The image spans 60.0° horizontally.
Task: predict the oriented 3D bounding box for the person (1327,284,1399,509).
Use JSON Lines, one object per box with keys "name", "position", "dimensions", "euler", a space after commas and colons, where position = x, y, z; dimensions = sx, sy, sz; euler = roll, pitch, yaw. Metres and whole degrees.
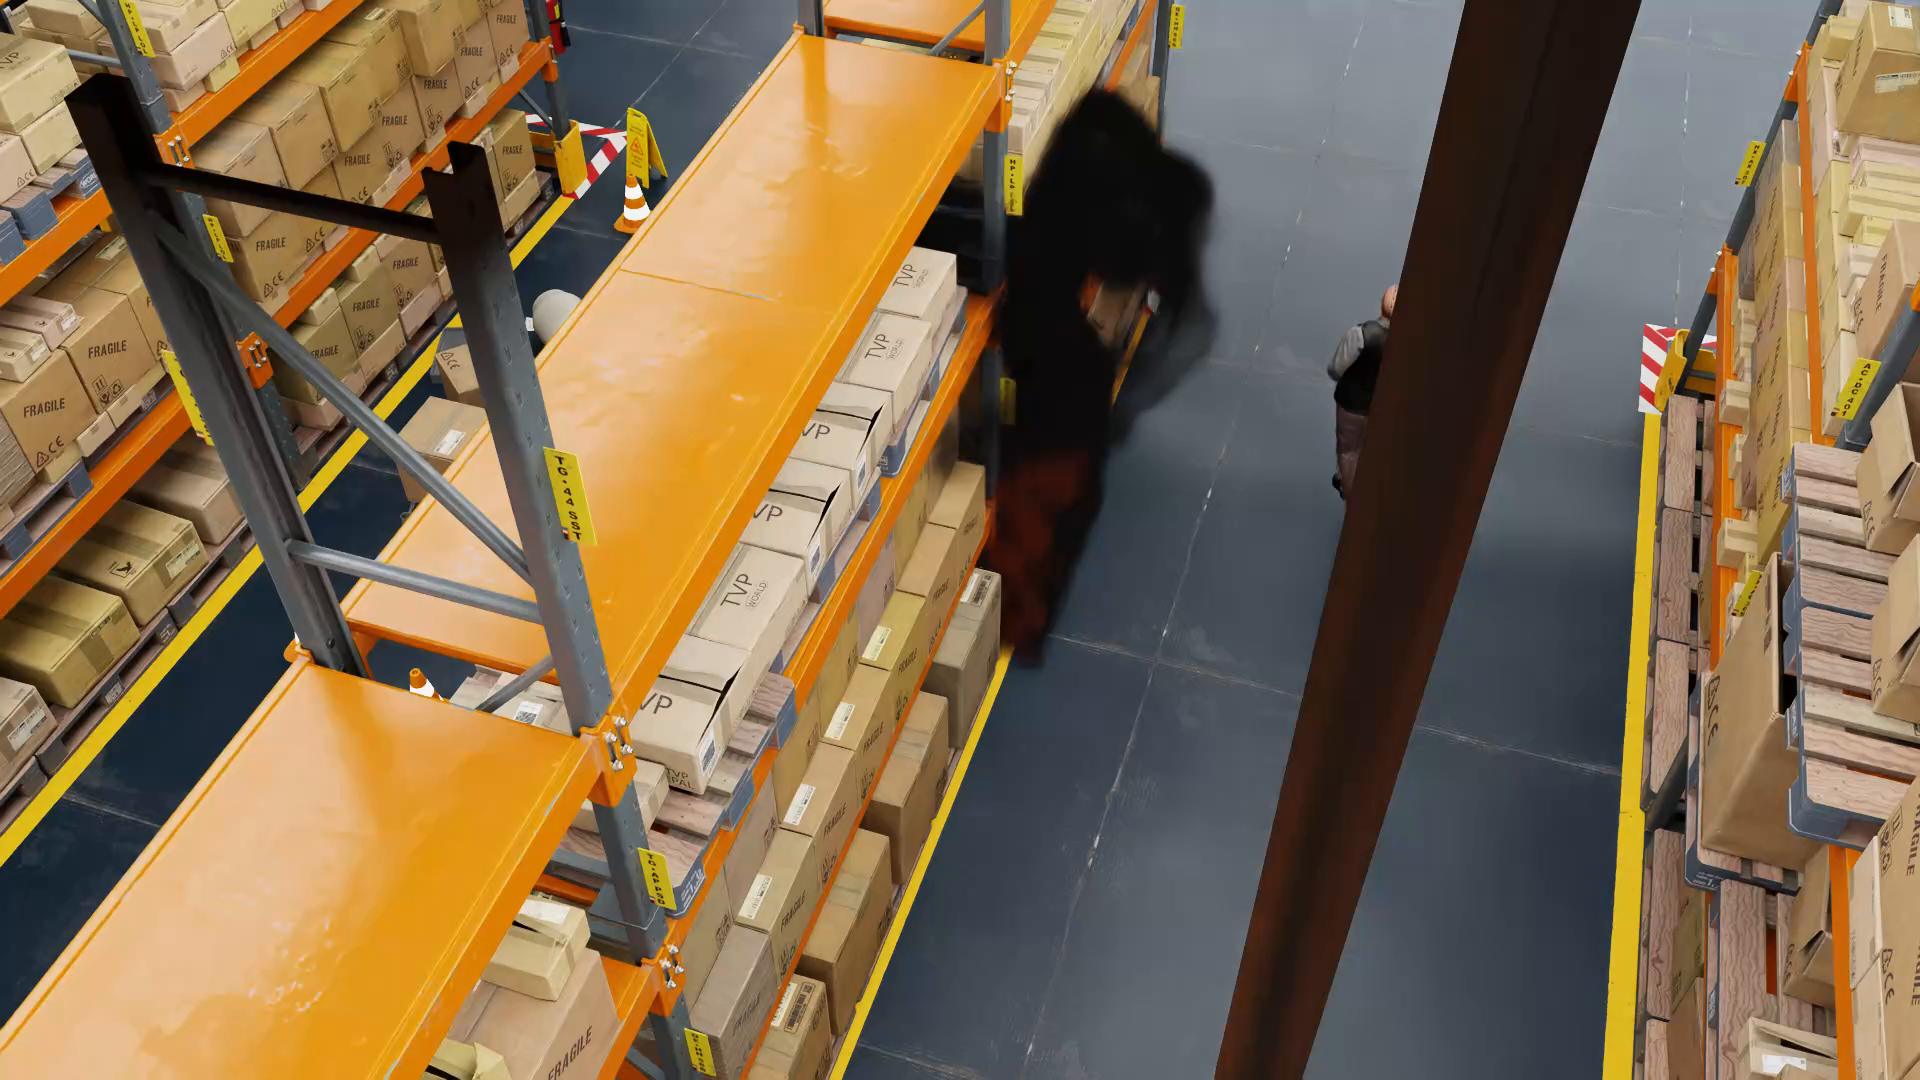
{"name": "person", "position": [2.552, -0.791, 10.329], "dimensions": [0.660, 1.753, 0.699], "euler": [-2, 46, -2]}
